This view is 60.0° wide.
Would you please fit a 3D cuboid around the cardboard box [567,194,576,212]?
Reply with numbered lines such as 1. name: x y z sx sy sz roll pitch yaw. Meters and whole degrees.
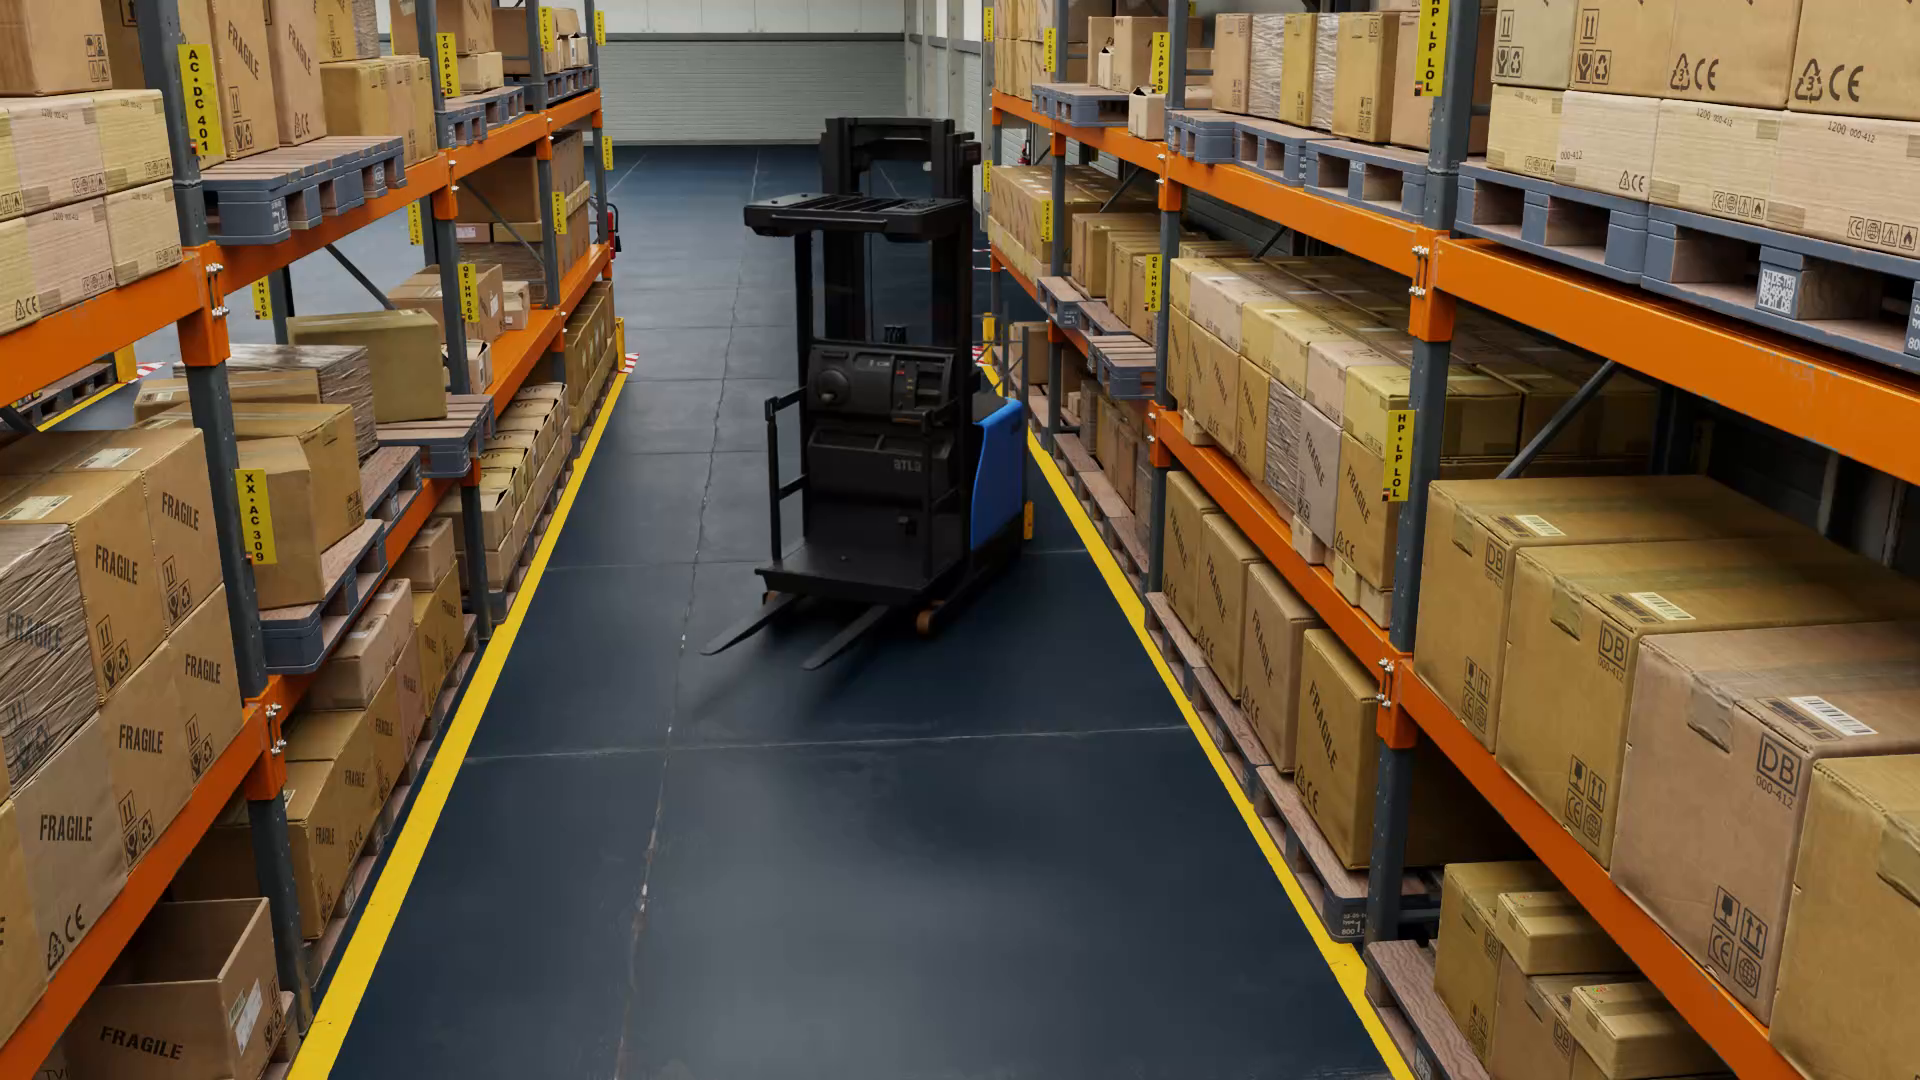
1. cardboard box: -3.730 -3.082 15.237 0.380 0.149 0.250 -1 17 -4

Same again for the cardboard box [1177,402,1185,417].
1. cardboard box: 1.462 -0.774 9.520 0.380 0.149 0.250 -2 18 -6

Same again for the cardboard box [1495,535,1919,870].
1. cardboard box: 2.180 0.439 4.770 0.980 0.700 0.700 -2 18 -7

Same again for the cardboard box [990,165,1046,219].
1. cardboard box: 0.583 -3.517 16.837 0.500 0.500 0.500 -2 18 -6

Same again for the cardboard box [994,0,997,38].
1. cardboard box: 0.631 -5.216 16.406 0.500 0.500 0.500 -3 18 -10

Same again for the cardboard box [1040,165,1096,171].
1. cardboard box: 1.093 -3.535 16.893 0.500 0.500 0.500 -2 18 -6

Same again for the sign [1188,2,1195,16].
1. sign: 1.797 -4.065 13.089 0.100 0.325 0.005 -2 18 -6

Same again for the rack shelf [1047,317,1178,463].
1. rack shelf: 1.452 -1.242 11.826 1.077 0.370 4.000 -2 18 -6

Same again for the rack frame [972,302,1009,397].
1. rack frame: 0.114 -1.033 12.462 0.500 1.500 0.032 -2 18 -6

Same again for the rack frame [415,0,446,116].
1. rack frame: -3.269 -3.697 8.431 1.000 3.000 0.127 -2 18 -6

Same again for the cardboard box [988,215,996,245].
1. cardboard box: 0.567 -3.156 16.938 0.500 0.250 0.500 -2 18 -7

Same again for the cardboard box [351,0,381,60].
1. cardboard box: -3.230 -2.661 8.301 0.500 0.500 0.500 -2 18 -6

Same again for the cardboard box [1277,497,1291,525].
1. cardboard box: 1.667 -0.159 7.562 0.380 0.149 0.250 -2 18 -7

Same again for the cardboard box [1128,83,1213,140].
1. cardboard box: 1.315 -2.594 10.038 0.500 0.311 0.500 -2 18 -6

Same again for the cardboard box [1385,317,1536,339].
1. cardboard box: 2.165 -0.804 7.283 0.500 0.250 0.500 -2 18 -7

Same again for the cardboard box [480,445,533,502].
1. cardboard box: -3.144 -0.465 11.102 0.500 0.311 0.500 -2 18 -7

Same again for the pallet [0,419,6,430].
1. pallet: -8.637 -0.746 13.701 1.003 0.211 1.213 -2 18 -6

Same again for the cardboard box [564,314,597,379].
1. cardboard box: -3.521 -1.719 14.782 0.500 0.500 0.500 -2 18 -6

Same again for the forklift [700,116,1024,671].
1. forklift: -0.560 -0.962 9.849 1.130 2.935 3.031 6 19 20

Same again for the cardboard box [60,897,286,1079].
1. cardboard box: -2.515 1.500 5.329 0.500 0.500 0.500 -2 18 -6

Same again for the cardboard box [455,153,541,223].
1. cardboard box: -3.733 -2.826 13.337 0.700 0.500 0.500 -2 18 -5

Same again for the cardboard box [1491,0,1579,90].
1. cardboard box: 1.865 -1.542 4.703 0.500 0.500 0.500 -2 18 -6

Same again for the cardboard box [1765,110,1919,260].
1. cardboard box: 2.030 -0.733 3.380 0.500 0.250 0.500 -2 18 -7

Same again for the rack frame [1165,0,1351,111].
1. rack frame: 1.658 -3.852 8.922 1.000 3.000 0.127 -2 18 -6

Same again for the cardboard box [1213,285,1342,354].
1. cardboard box: 1.560 -1.094 8.205 0.500 0.250 0.500 -2 18 -5

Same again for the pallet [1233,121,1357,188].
1. pallet: 1.896 -1.807 7.733 1.003 0.211 1.213 -1 17 -3

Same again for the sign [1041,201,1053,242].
1. sign: 0.707 -2.575 13.426 0.100 0.325 0.005 -2 18 -6

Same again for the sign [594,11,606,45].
1. sign: -3.553 -5.047 16.392 0.100 0.325 0.005 -2 18 -6

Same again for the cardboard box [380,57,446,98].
1. cardboard box: -3.491 -2.855 10.304 0.500 0.250 0.500 -2 18 -7

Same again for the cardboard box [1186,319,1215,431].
1. cardboard box: 1.498 -0.880 8.774 0.500 0.500 0.500 -1 17 -4

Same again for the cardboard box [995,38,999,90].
1. cardboard box: 0.619 -4.754 16.603 0.500 0.500 0.500 -1 17 -4

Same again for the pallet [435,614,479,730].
1. pallet: -3.229 0.719 9.035 1.003 0.211 1.213 -2 18 -6

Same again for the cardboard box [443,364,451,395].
1. cardboard box: -3.263 -0.902 9.692 0.500 0.311 0.500 -1 17 -2

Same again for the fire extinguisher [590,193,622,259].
1. fire extinguisher: -3.644 -3.231 17.091 0.296 0.674 0.183 -2 18 -6

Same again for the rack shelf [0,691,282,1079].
1. rack shelf: -2.650 1.296 3.743 1.077 0.370 4.000 -2 18 -6

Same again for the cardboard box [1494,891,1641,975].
1. cardboard box: 1.900 1.219 5.176 0.380 0.149 0.250 -1 17 -4

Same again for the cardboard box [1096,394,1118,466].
1. cardboard box: 1.441 -0.827 12.743 0.700 0.500 0.500 -2 18 -7

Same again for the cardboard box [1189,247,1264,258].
1. cardboard box: 1.593 -1.658 9.967 0.380 0.149 0.250 -4 18 -13

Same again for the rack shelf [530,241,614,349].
1. rack shelf: -3.888 -2.280 15.131 1.077 0.370 4.000 -2 18 -6

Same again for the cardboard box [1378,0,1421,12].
1. cardboard box: 2.038 -2.274 6.752 0.500 0.250 0.500 -2 18 -7

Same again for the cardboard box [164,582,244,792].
1. cardboard box: -2.549 0.450 5.069 0.500 0.500 0.500 -1 17 -5

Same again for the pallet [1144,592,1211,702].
1. pallet: 1.664 0.578 9.483 1.003 0.211 1.213 -2 18 -6

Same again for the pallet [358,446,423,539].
1. pallet: -3.064 -0.164 7.513 1.003 0.211 1.213 -2 18 -6

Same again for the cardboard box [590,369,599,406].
1. cardboard box: -3.521 -1.361 14.894 0.500 0.250 0.500 -2 18 -6

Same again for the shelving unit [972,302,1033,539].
1. shelving unit: 0.168 -0.878 11.971 0.587 1.500 1.083 -2 18 -6

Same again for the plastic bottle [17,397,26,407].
1. plastic bottle: -8.383 -1.326 14.706 0.152 0.276 0.135 -2 18 -7

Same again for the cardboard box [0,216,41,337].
1. cardboard box: -2.440 -0.568 3.722 0.500 0.250 0.500 -2 18 -6

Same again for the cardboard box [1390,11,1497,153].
1. cardboard box: 2.089 -1.752 6.340 0.700 0.500 0.500 -3 18 -9

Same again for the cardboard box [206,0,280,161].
1. cardboard box: -2.927 -1.721 6.109 0.600 0.600 0.600 -2 18 -6

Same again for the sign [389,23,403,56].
1. sign: -4.233 -3.725 12.531 0.100 0.325 0.005 -2 18 -6

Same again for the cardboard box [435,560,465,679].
1. cardboard box: -2.939 0.419 8.774 0.500 0.500 0.500 -1 17 -3

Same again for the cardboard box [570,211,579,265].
1. cardboard box: -3.954 -2.822 15.493 0.700 0.500 0.500 -2 18 -5

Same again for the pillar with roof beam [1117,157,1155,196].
1. pillar with roof beam: -2.517 -5.920 15.511 9.100 9.000 0.400 -2 18 -6

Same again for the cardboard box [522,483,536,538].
1. cardboard box: -3.143 -0.193 11.174 0.500 0.250 0.500 -2 18 -7

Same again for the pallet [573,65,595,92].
1. pallet: -4.047 -4.396 15.812 1.003 0.211 1.213 -2 18 -6
